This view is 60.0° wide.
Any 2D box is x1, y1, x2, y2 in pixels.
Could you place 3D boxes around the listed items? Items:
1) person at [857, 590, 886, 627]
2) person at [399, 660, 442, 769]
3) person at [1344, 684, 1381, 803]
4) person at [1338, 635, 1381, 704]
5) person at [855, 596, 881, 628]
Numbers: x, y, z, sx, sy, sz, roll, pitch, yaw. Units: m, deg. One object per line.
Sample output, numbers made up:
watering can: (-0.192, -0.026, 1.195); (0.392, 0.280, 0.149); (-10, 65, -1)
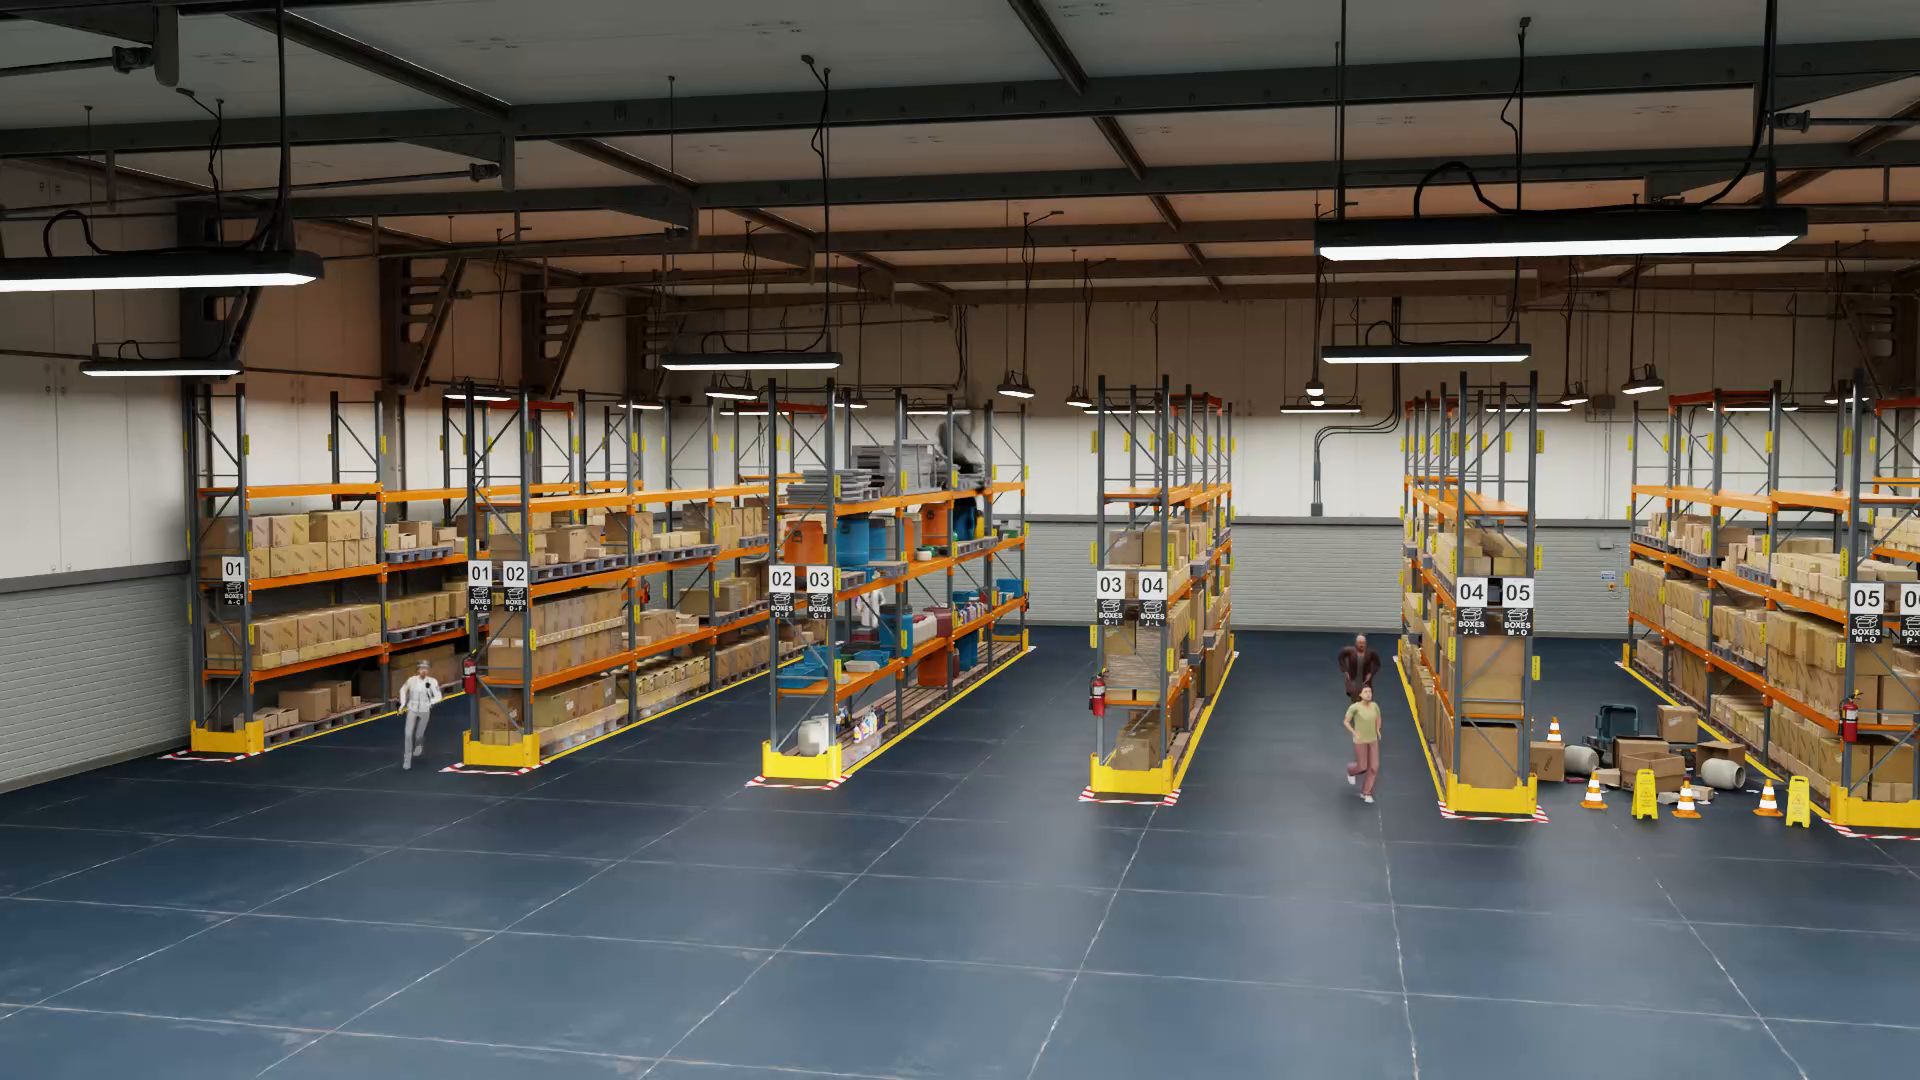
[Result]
person: (-2.149, 1.841, 40.292); (0.706, 1.752, 0.841); (0, 3, 0)
person: (-8.456, 2.703, 26.061); (0.653, 1.681, 0.785); (-1, 3, -9)
person: (5.721, 2.853, 23.563); (0.588, 1.643, 0.694); (-1, 3, -12)
person: (6.928, 2.511, 28.904); (0.722, 1.788, 1.042); (1, 3, 11)
person: (-2.200, 1.800, 41.271); (0.755, 1.692, 0.564); (-1, 4, -21)
